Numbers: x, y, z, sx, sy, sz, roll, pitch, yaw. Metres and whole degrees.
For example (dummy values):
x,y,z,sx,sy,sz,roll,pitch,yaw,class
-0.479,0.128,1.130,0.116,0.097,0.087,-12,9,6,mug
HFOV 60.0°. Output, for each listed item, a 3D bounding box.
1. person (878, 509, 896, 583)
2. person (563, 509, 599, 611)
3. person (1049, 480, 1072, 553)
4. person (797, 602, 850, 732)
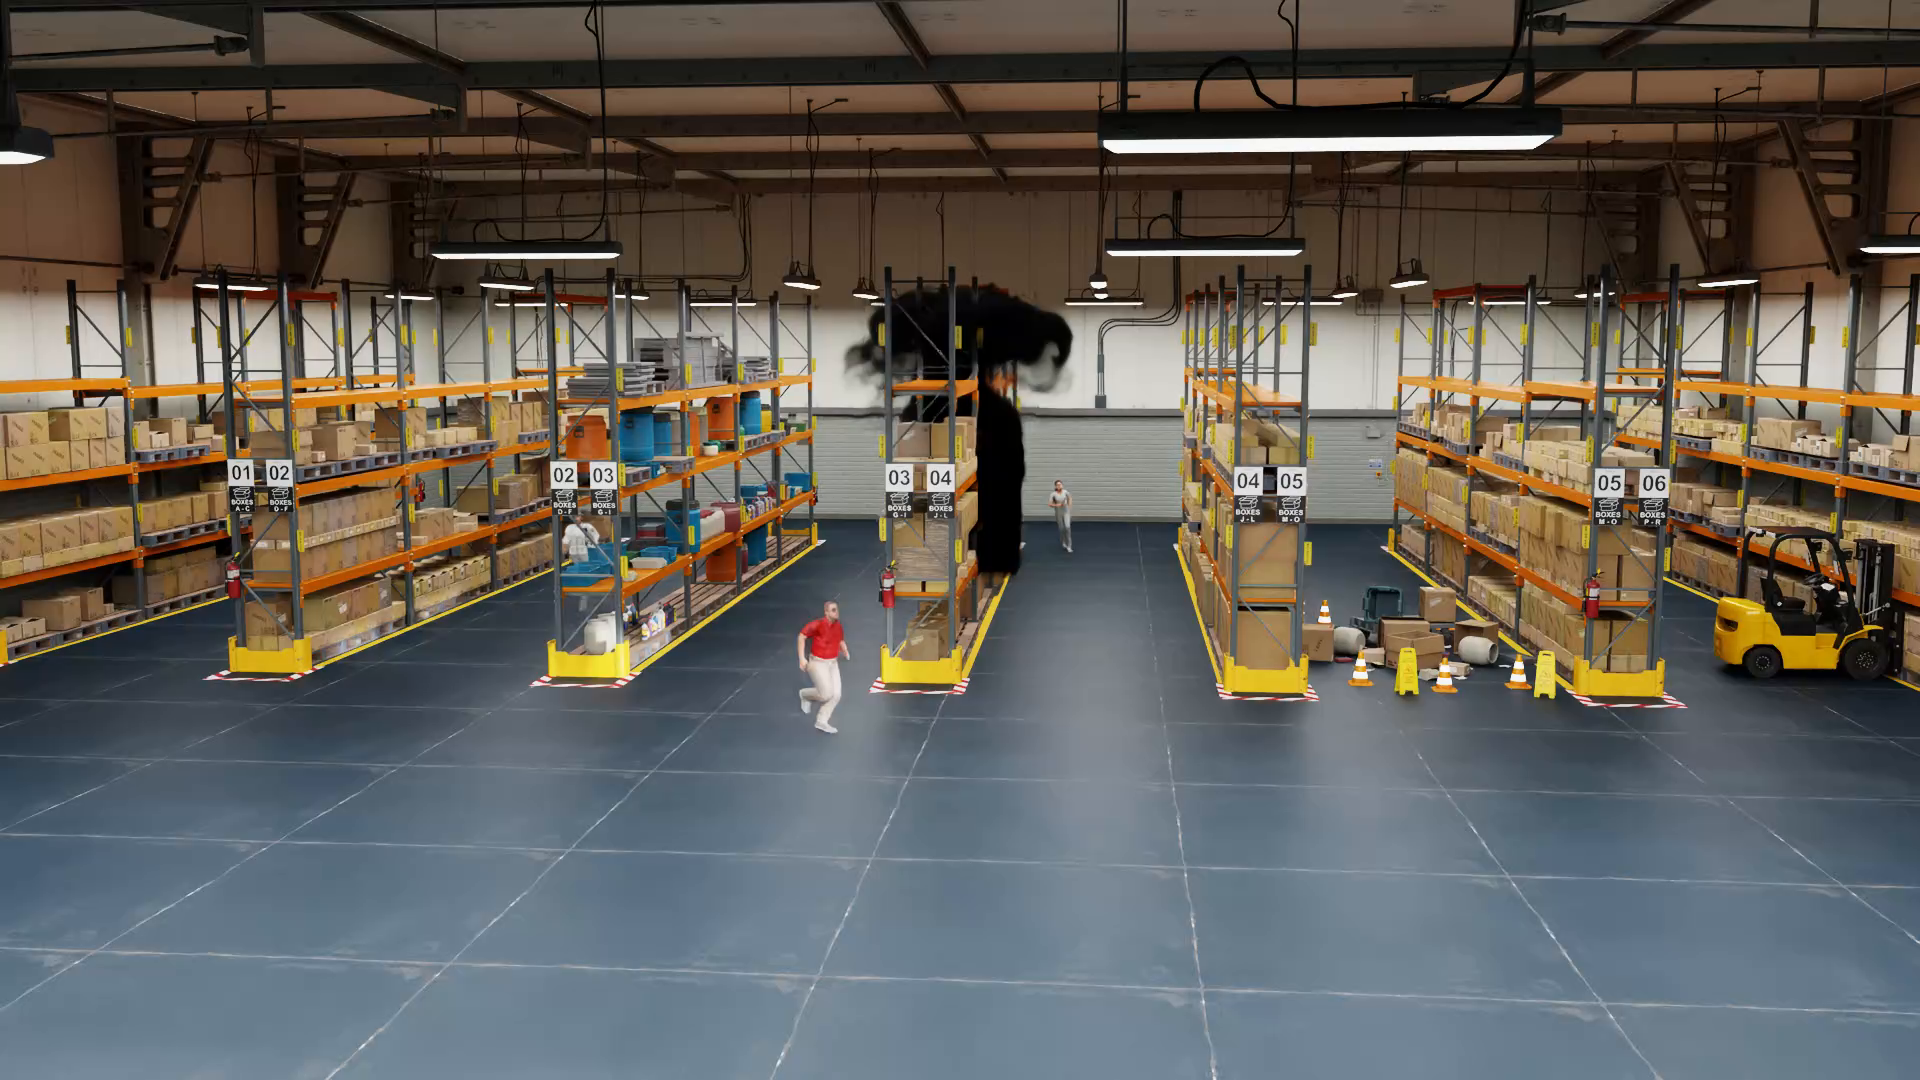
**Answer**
x,y,z,sx,sy,sz,roll,pitch,yaw,class
-1.249,-0.036,31.968,0.651,1.751,0.567,0,7,1,person
-6.721,0.328,29.405,0.594,1.803,0.723,1,7,6,person
2.363,-0.579,39.212,0.565,1.671,0.888,0,7,-3,person
-1.739,1.617,21.261,0.705,1.686,0.702,6,9,40,person
